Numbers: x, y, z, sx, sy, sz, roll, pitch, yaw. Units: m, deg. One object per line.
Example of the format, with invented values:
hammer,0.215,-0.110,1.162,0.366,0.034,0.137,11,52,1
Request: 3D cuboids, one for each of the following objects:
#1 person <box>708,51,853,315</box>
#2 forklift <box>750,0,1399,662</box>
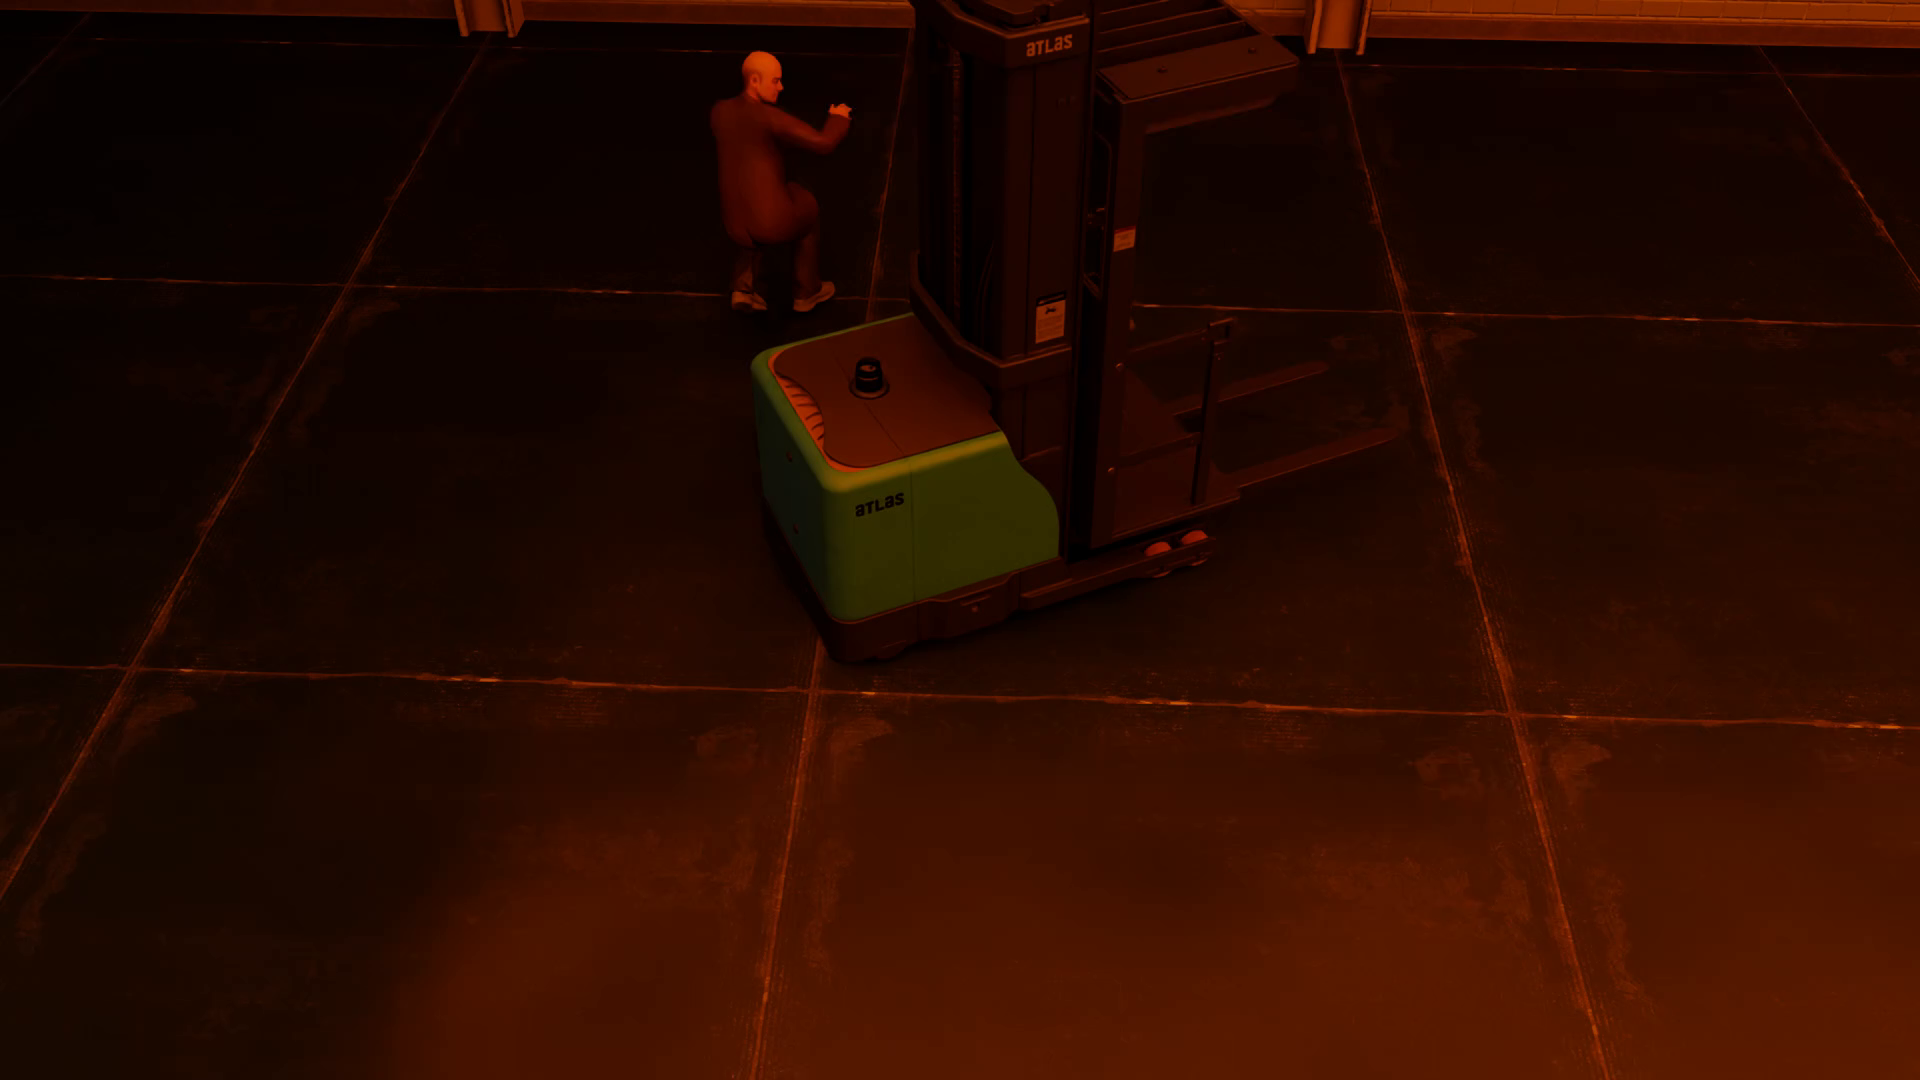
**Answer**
person,-0.934,-1.938,8.952,0.844,1.502,0.991,14,44,15
forklift,0.637,-1.218,7.076,3.031,2.935,1.130,-17,45,-18
